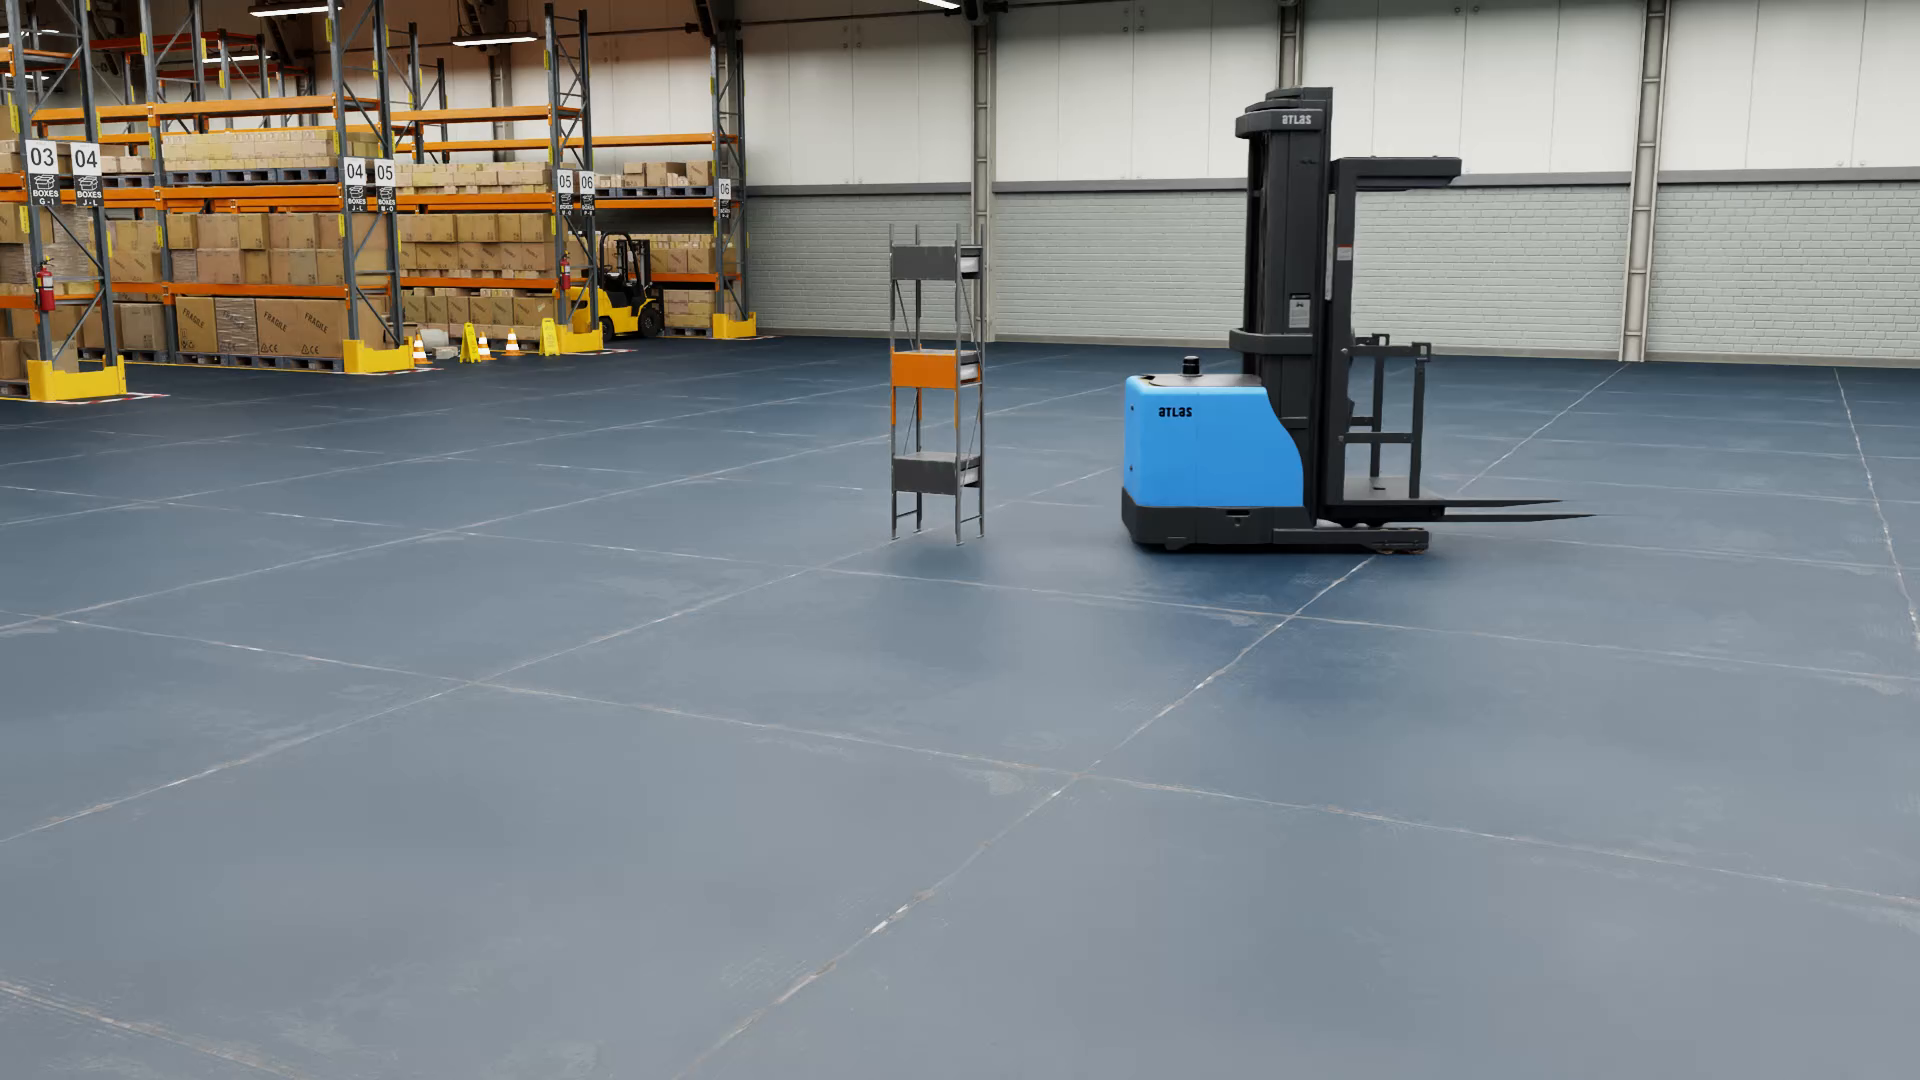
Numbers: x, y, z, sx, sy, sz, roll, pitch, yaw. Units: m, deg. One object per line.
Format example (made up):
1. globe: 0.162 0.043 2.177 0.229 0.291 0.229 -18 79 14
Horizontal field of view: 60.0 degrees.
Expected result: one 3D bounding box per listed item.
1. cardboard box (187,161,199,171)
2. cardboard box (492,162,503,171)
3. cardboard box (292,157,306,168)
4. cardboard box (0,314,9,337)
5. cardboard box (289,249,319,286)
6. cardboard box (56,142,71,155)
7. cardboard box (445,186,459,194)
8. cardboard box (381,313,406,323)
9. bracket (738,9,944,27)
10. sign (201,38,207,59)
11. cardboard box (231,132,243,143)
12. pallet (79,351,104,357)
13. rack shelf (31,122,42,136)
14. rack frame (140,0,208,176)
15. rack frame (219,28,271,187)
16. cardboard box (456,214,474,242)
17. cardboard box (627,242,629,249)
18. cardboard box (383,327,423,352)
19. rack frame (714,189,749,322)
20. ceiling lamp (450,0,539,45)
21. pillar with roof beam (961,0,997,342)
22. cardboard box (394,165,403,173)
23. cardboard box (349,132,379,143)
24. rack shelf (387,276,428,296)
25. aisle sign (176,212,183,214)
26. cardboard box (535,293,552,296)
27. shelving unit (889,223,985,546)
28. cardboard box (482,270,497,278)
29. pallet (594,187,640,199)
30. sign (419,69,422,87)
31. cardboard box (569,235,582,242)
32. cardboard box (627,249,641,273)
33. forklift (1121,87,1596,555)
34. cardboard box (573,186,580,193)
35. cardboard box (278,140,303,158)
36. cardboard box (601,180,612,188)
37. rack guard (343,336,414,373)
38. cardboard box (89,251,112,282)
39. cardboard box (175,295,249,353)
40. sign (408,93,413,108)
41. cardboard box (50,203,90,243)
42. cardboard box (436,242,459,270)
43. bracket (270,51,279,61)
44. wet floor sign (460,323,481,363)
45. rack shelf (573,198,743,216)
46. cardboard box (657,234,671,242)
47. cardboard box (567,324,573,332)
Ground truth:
1. cardboard box: -11.942 -5.899 26.223 0.250 0.149 0.380 5 11 26
2. cardboard box: -8.193 -6.713 29.945 0.250 0.149 0.380 5 11 26
3. cardboard box: -9.891 -5.719 25.228 0.250 0.149 0.380 5 11 27
4. cardboard box: -16.867 -3.715 29.176 0.500 0.500 0.500 5 11 26
5. cardboard box: -9.842 -4.234 25.780 0.550 0.550 0.875 5 11 26
6. cardboard box: -11.417 -4.971 21.154 0.250 0.149 0.380 5 11 25
7. cardboard box: -9.186 -6.385 30.370 0.250 0.149 0.380 5 11 25
8. cardboard box: -10.946 -4.167 32.028 0.625 0.372 0.950 5 11 27
9. bracket: -2.379 -10.318 32.866 4.783 0.066 0.076 5 11 26
10. sign: -12.306 -7.990 27.041 0.005 0.325 0.100 5 11 26
11. cardboard box: -11.033 -6.211 25.711 0.250 0.149 0.380 5 11 26
12. pallet: -15.487 -3.282 28.774 1.213 0.211 1.003 5 11 26
13. rack shelf: -17.955 -7.288 29.371 4.000 0.370 1.077 5 11 26
14. rack frame: -12.574 -7.366 26.659 0.127 3.000 1.000 5 11 26
15. rack frame: -14.061 -8.479 32.813 0.127 3.000 1.000 5 11 26
16. cardboard box: -8.781 -5.716 30.467 0.500 0.500 0.700 5 11 25
17. cardboard box: -6.977 -6.201 34.967 0.250 0.149 0.380 5 11 24
18. cardboard box: -9.582 -3.402 28.617 0.637 0.503 0.797 -2 11 -14
19. rack frame: -4.694 -5.690 34.246 0.127 3.000 1.000 5 11 26
20. ceiling lamp: -9.130 -11.467 32.934 2.000 3.185 0.800 5 11 26
21. pillar with roof beam: -1.444 -7.680 28.399 0.548 9.000 9.100 5 11 26
22. cardboard box: -10.336 -6.880 30.865 0.250 0.149 0.380 5 11 25
23. cardboard box: -9.145 -6.176 25.516 0.250 0.149 0.380 5 11 26
24. rack shelf: -12.268 -5.016 32.540 4.000 0.370 1.077 5 11 26
25. aisle sign: -19.234 -8.188 40.751 0.004 0.787 0.394 5 11 26
26. cardboard box: -8.754 -5.082 36.379 0.625 0.625 0.875 6 12 28
27. shelving unit: -0.148 -1.046 11.115 0.503 2.100 0.431 5 11 26
28. cardboard box: -8.495 -4.858 30.356 0.250 0.149 0.380 5 11 25
29. pallet: -7.505 -7.374 35.380 1.213 0.211 1.003 5 11 26
30. sign: -10.218 -8.748 31.452 0.005 0.325 0.100 5 11 26
31. cardboard box: -8.127 -6.447 35.494 0.250 0.149 0.380 5 12 27
32. cardboard box: -6.628 -5.856 34.886 0.500 0.500 0.500 5 11 26
33. forklift: 2.647 -1.444 10.977 3.031 2.935 1.130 0 10 -1
34. cardboard box: -7.041 -6.327 30.050 0.250 0.149 0.380 5 11 26
35. cardboard box: -9.997 -5.936 25.310 0.500 0.250 0.500 5 11 26
36. cardboard box: -7.324 -7.469 34.898 0.250 0.149 0.380 5 12 28
37. rack guard: -8.965 -2.866 25.664 0.348 0.500 1.175 5 11 26
38. cardboard box: -14.066 -4.541 27.616 0.500 0.500 0.500 5 11 26
39. cardboard box: -12.041 -3.514 27.010 0.875 0.875 0.875 5 11 27
40. sign: -12.100 -9.683 36.621 0.005 0.325 0.100 5 11 26
41. cardboard box: -11.645 -4.089 21.474 0.500 0.500 0.500 5 11 26
42. cardboard box: -9.298 -5.251 30.705 0.500 0.500 0.500 5 11 25
43. bracket: -16.210 -11.534 39.582 0.430 0.232 0.235 5 11 26
44. wet floor sign: -8.085 -3.254 27.396 0.232 0.644 0.267 3 11 16
45. rack shelf: -6.488 -6.969 34.914 4.000 0.370 1.077 5 11 26
46. cardboard box: -6.063 -6.264 34.482 0.250 0.149 0.380 5 12 27
47. cardboard box: -7.488 -3.858 30.667 0.500 0.250 0.500 5 11 25
